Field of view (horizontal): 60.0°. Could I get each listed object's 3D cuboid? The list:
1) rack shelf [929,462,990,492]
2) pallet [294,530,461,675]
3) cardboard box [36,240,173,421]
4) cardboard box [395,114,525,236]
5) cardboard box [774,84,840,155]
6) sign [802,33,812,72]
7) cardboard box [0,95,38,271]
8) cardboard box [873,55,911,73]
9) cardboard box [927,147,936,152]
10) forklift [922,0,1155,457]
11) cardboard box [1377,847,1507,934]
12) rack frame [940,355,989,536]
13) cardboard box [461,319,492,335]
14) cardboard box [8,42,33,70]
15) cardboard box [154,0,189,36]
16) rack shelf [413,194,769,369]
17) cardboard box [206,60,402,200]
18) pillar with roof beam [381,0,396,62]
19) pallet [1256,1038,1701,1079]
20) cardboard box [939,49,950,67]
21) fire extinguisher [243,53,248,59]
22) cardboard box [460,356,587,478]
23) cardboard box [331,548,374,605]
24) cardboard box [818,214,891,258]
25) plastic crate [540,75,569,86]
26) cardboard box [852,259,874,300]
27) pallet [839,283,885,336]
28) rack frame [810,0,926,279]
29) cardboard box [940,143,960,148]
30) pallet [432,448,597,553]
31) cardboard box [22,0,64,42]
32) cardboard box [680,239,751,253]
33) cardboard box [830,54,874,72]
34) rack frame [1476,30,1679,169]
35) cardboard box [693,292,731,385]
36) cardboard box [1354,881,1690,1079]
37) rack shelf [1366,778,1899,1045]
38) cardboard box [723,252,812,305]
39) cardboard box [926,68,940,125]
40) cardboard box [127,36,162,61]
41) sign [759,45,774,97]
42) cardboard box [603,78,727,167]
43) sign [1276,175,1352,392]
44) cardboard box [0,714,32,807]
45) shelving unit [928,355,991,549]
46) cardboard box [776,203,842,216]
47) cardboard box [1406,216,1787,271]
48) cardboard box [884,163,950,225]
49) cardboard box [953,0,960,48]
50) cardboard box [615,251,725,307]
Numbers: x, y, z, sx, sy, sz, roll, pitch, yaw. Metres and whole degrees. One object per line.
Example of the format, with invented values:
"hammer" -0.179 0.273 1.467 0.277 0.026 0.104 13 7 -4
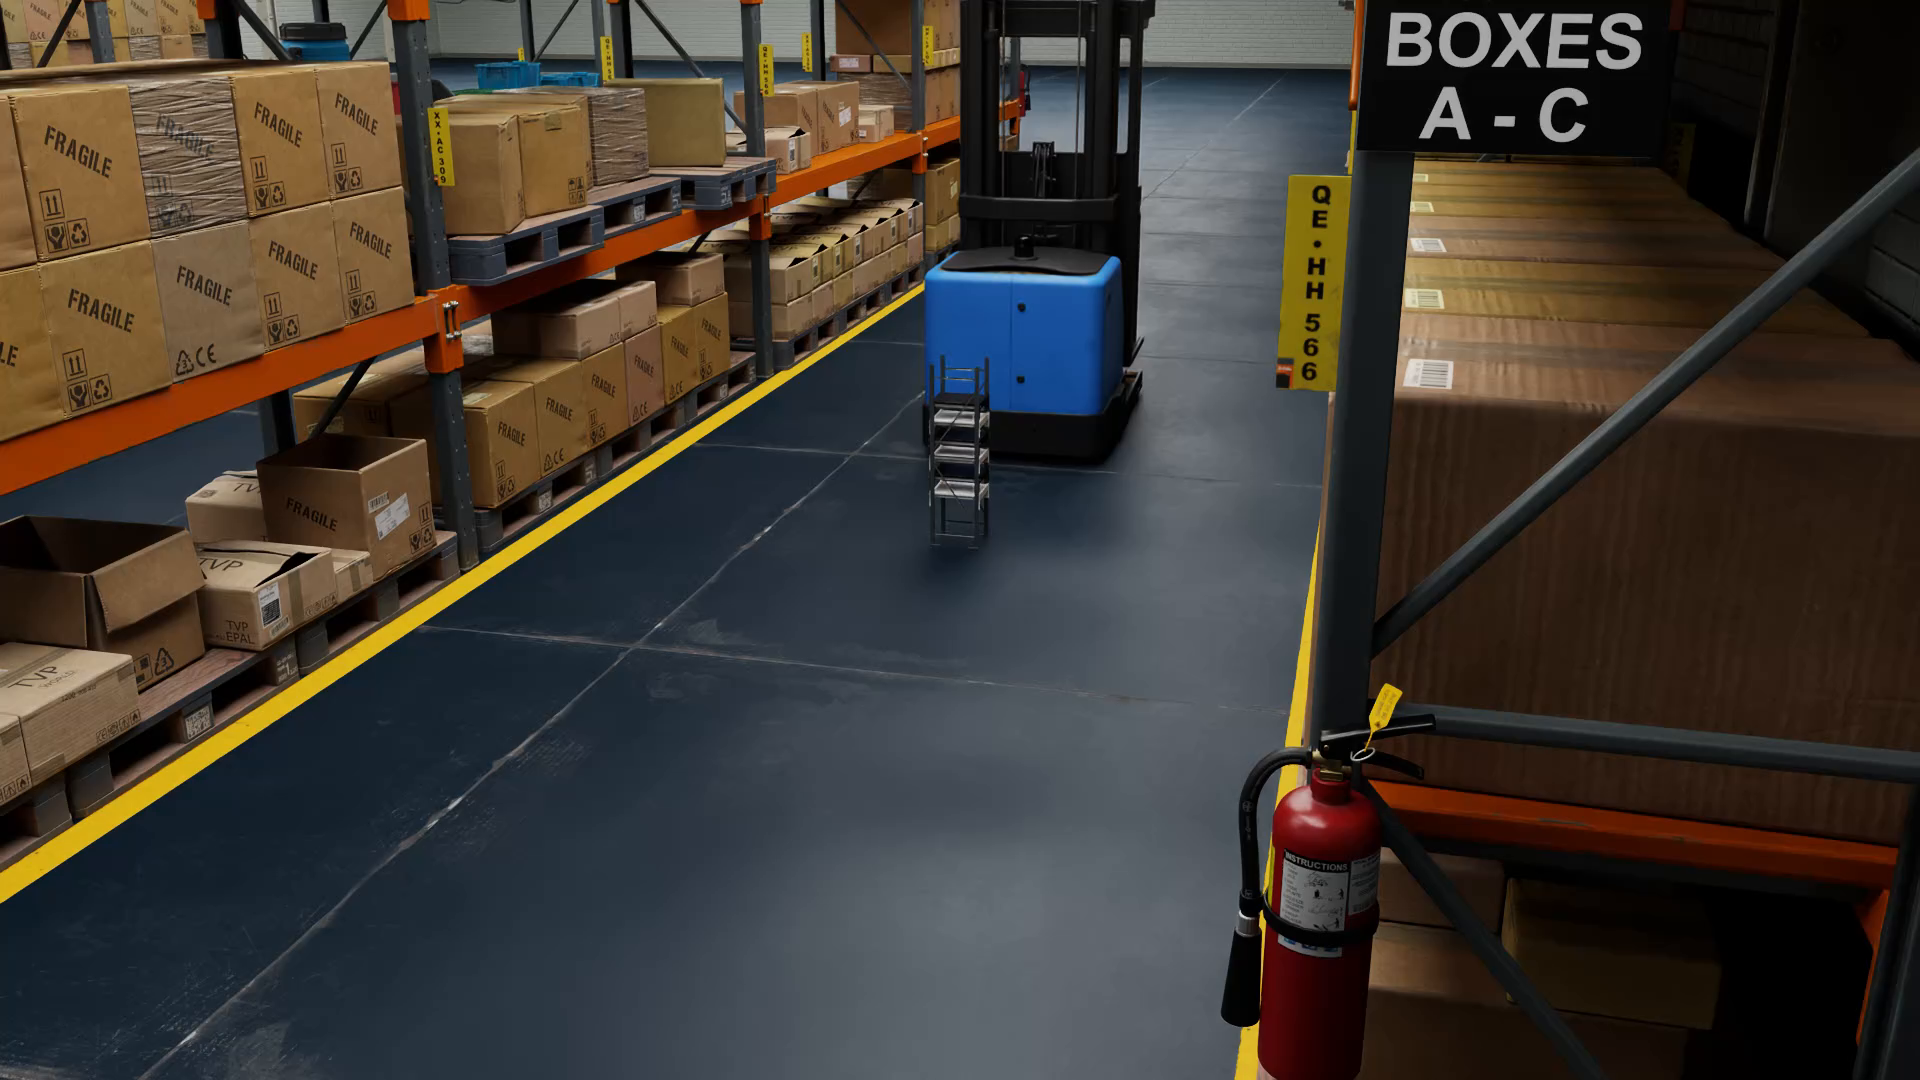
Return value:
"rack shelf" -0.002 -0.307 8.075 0.258 0.077 0.200 5 19 13
"pallet" -2.934 0.212 7.240 1.003 0.211 1.213 5 19 13
"cardboard box" -3.009 -0.710 5.471 0.500 0.500 0.500 5 19 14
"cardboard box" -2.433 -1.699 7.718 0.700 0.500 0.500 -2 19 -5
"cardboard box" -1.265 -3.316 13.100 0.500 0.500 0.500 5 19 13
"sign" -1.349 -4.320 14.734 0.100 0.325 0.005 5 19 13
"cardboard box" -3.131 -1.028 4.856 0.500 0.500 0.500 5 19 14
"cardboard box" -0.557 -4.253 14.841 0.380 0.149 0.250 5 19 13
"cardboard box" -0.549 -3.716 16.869 0.500 0.500 0.500 5 19 13
"forklift" 0.593 -2.292 10.364 1.130 2.935 3.031 4 19 11
"cardboard box" 0.990 0.716 3.663 0.380 0.149 0.250 4 19 13
"rack frame" 0.023 -0.455 8.128 0.240 0.900 0.006 5 19 13
"cardboard box" -2.549 -0.996 9.650 0.500 0.500 0.500 4 19 12
"cardboard box" -10.246 -4.938 17.388 0.875 0.500 0.500 5 19 13
"cardboard box" -9.450 -6.179 19.477 0.500 0.500 0.500 5 19 13
"rack shelf" -2.277 -1.609 9.370 1.077 0.370 4.000 5 19 13
"cardboard box" -2.638 -1.664 6.717 0.500 0.500 0.500 5 19 14
"pillar with roof beam" -13.402 -18.796 49.294 9.100 9.000 0.400 5 19 13
"pallet" 1.181 1.384 3.809 1.003 0.211 1.213 5 19 13
"cardboard box" -0.309 -4.573 15.779 0.380 0.149 0.250 4 19 12
"fire extinguisher" -8.964 -5.830 20.736 0.296 0.674 0.183 5 19 13
"cardboard box" -2.291 -0.648 8.631 0.500 0.500 0.500 5 19 14
"cardboard box" -2.663 0.142 6.862 0.380 0.149 0.250 5 19 13
"cardboard box" -0.877 -2.524 13.672 0.500 0.311 0.500 5 19 13
"plastic crate" -4.632 -5.022 18.480 0.499 0.251 0.408 5 19 13
"cardboard box" -1.007 -2.097 13.289 0.500 0.250 0.500 5 20 14
"pallet" -1.249 -1.893 13.403 1.003 0.211 1.213 5 19 13
"rack frame" -0.811 -3.830 14.760 1.000 3.000 0.127 5 19 13
"cardboard box" 0.094 -3.830 17.204 0.500 0.500 0.500 5 19 13
"pallet" -2.603 -0.261 8.625 1.003 0.211 1.213 5 19 13
"cardboard box" -9.939 -5.553 17.641 0.500 0.500 0.500 5 19 13
"cardboard box" -1.778 -2.086 12.391 0.500 0.311 0.500 4 19 13
"cardboard box" -0.952 -4.286 14.938 0.380 0.149 0.250 5 19 13
"rack frame" 2.039 -0.933 6.277 1.000 3.000 0.127 5 19 13
"cardboard box" -1.789 -1.290 10.510 0.500 0.500 0.500 5 20 16
"cardboard box" 1.136 1.078 3.608 0.700 0.500 0.500 5 19 13
"rack shelf" 1.550 0.035 4.558 1.077 0.370 4.000 5 19 13
"cardboard box" -1.375 -1.880 11.788 0.500 0.311 0.500 5 20 15
"cardboard box" -0.586 -4.183 15.638 0.700 0.500 0.500 4 19 13
"cardboard box" -9.770 -5.566 19.227 0.875 0.500 0.500 5 19 13
"sign" -1.260 -3.047 10.798 0.100 0.325 0.005 5 19 13
"cardboard box" -1.833 -2.616 10.402 0.700 0.500 0.500 -2 19 -5
"sign" 0.539 -0.386 2.519 0.100 0.325 0.005 5 19 13
"cardboard box" -3.213 0.719 5.014 0.500 0.250 0.500 5 19 13
"shelving unit" -0.002 -0.423 8.035 0.258 0.900 0.210 5 19 13
"cardboard box" -1.281 -2.727 14.266 0.500 0.311 0.500 4 19 13
"cardboard box" 1.539 -0.449 4.396 0.980 0.700 0.700 4 19 11
"cardboard box" -0.394 -3.203 15.369 0.500 0.500 0.500 5 19 13
"cardboard box" -0.341 -5.103 16.324 0.700 0.500 0.500 5 19 13
"cardboard box" -1.799 -1.627 10.336 0.500 0.250 0.500 5 20 15
